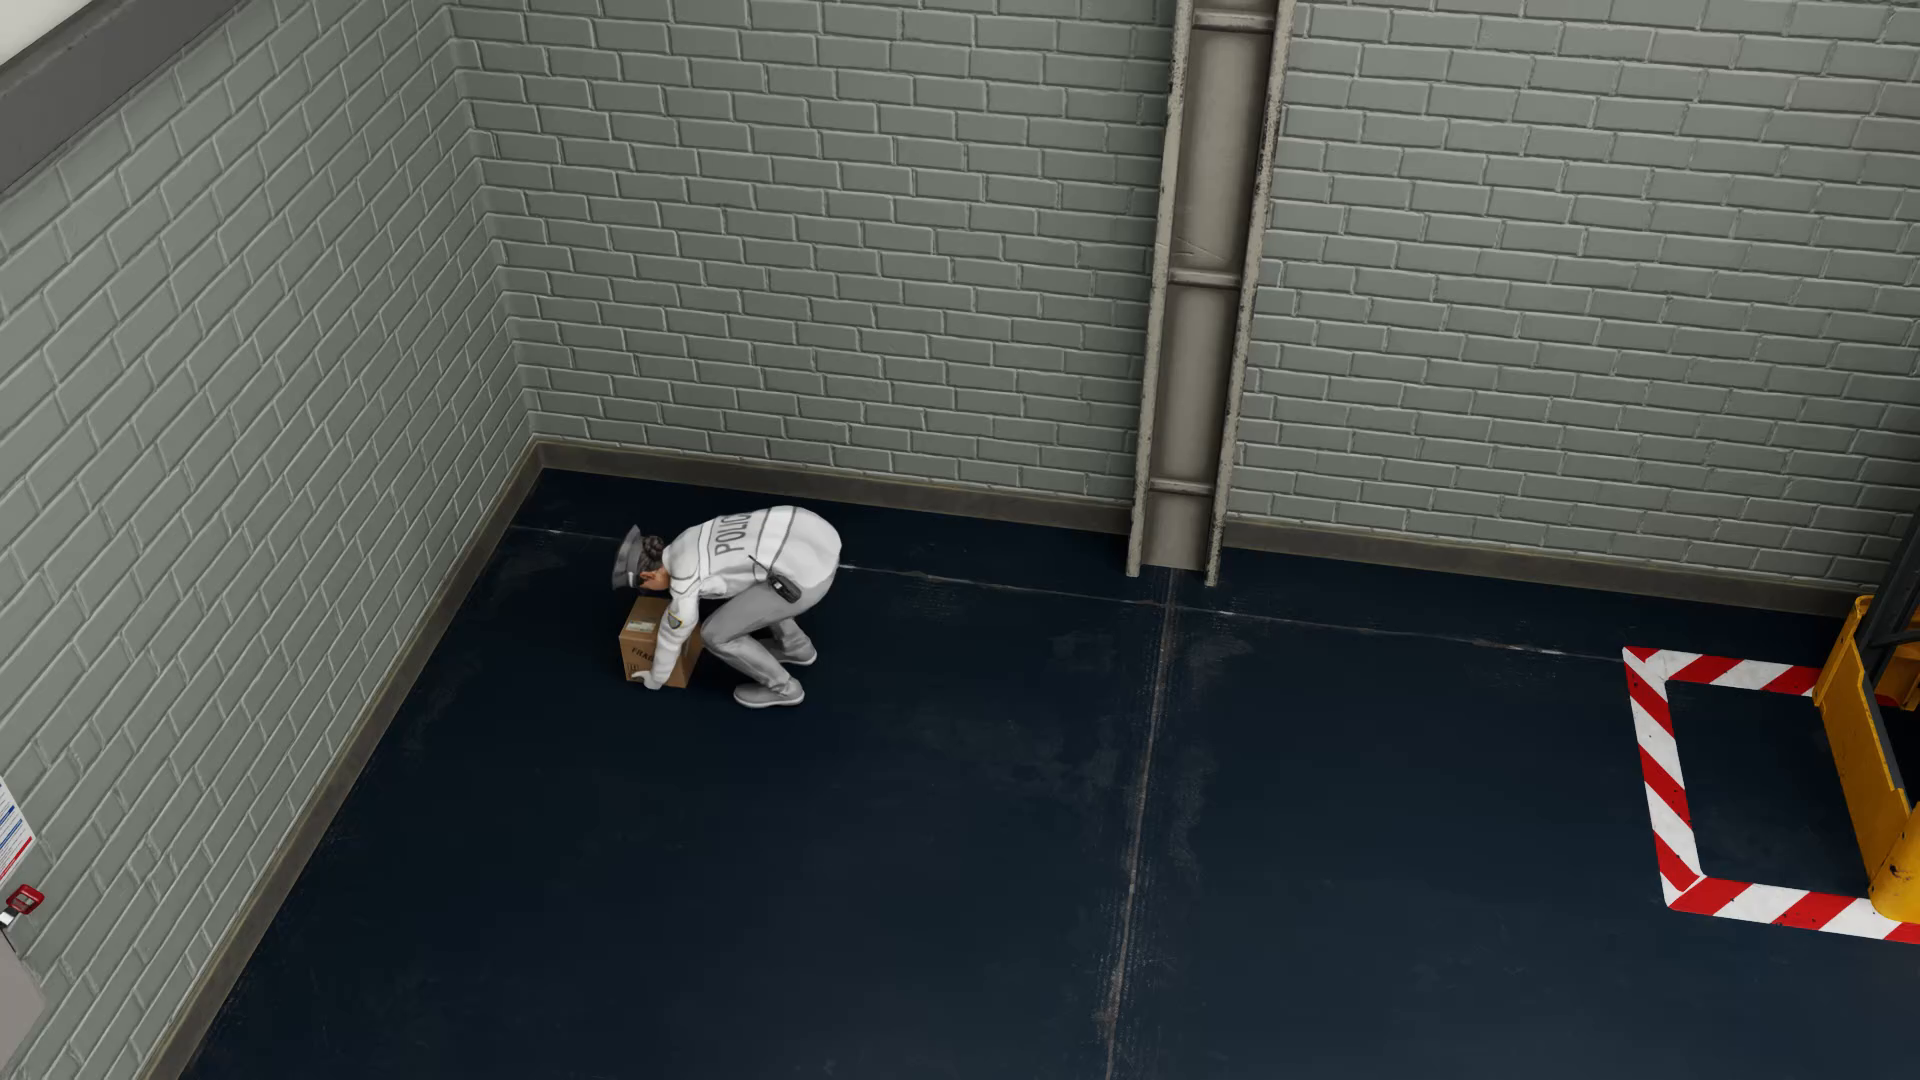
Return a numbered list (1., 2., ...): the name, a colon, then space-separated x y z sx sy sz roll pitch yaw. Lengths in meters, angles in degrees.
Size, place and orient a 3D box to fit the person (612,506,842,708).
1. person: -0.905 0.246 6.531 0.894 0.833 0.468 5 41 6
